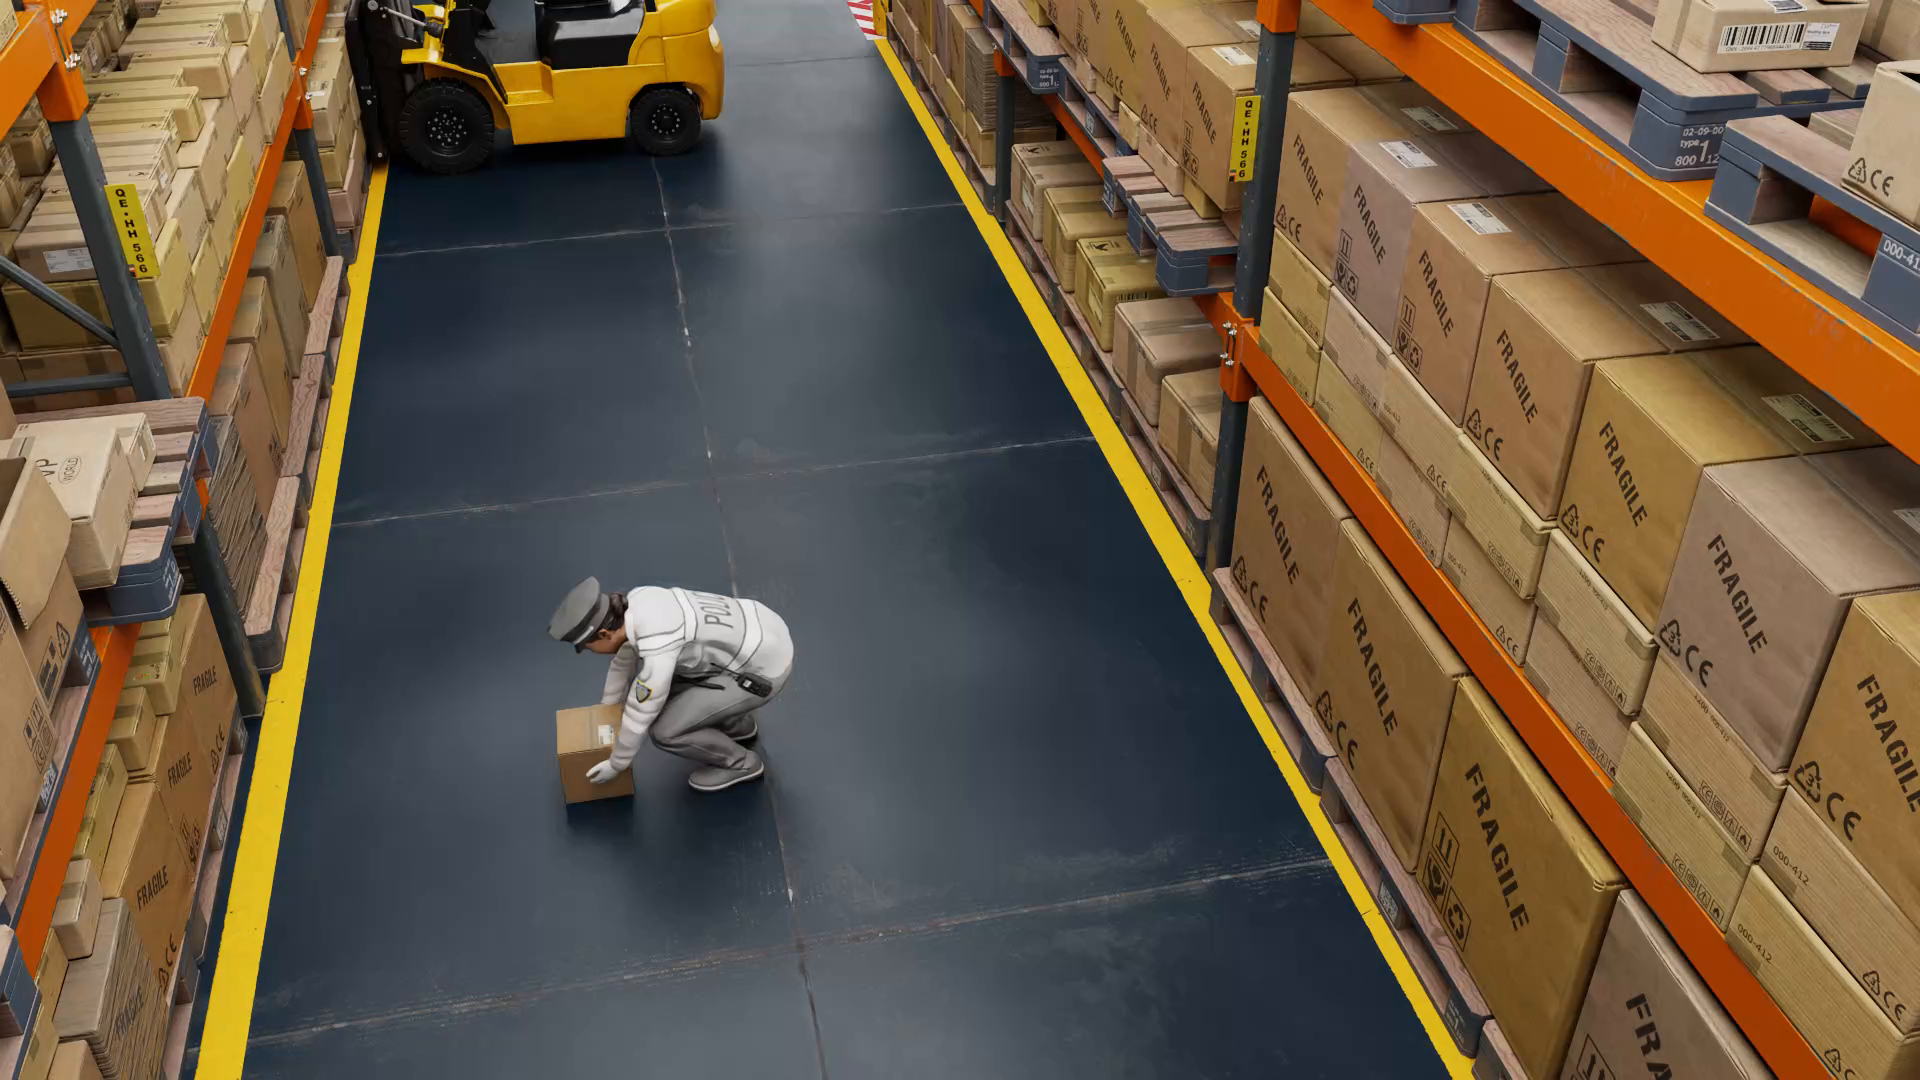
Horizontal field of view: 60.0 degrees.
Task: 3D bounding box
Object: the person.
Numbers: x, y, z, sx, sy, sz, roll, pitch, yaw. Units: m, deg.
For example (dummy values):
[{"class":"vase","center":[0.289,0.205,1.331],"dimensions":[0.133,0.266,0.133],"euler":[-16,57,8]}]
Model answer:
[{"class":"person","center":[-1.033,0.492,6.084],"dimensions":[0.853,0.928,0.490],"euler":[-7,35,-11]}]
